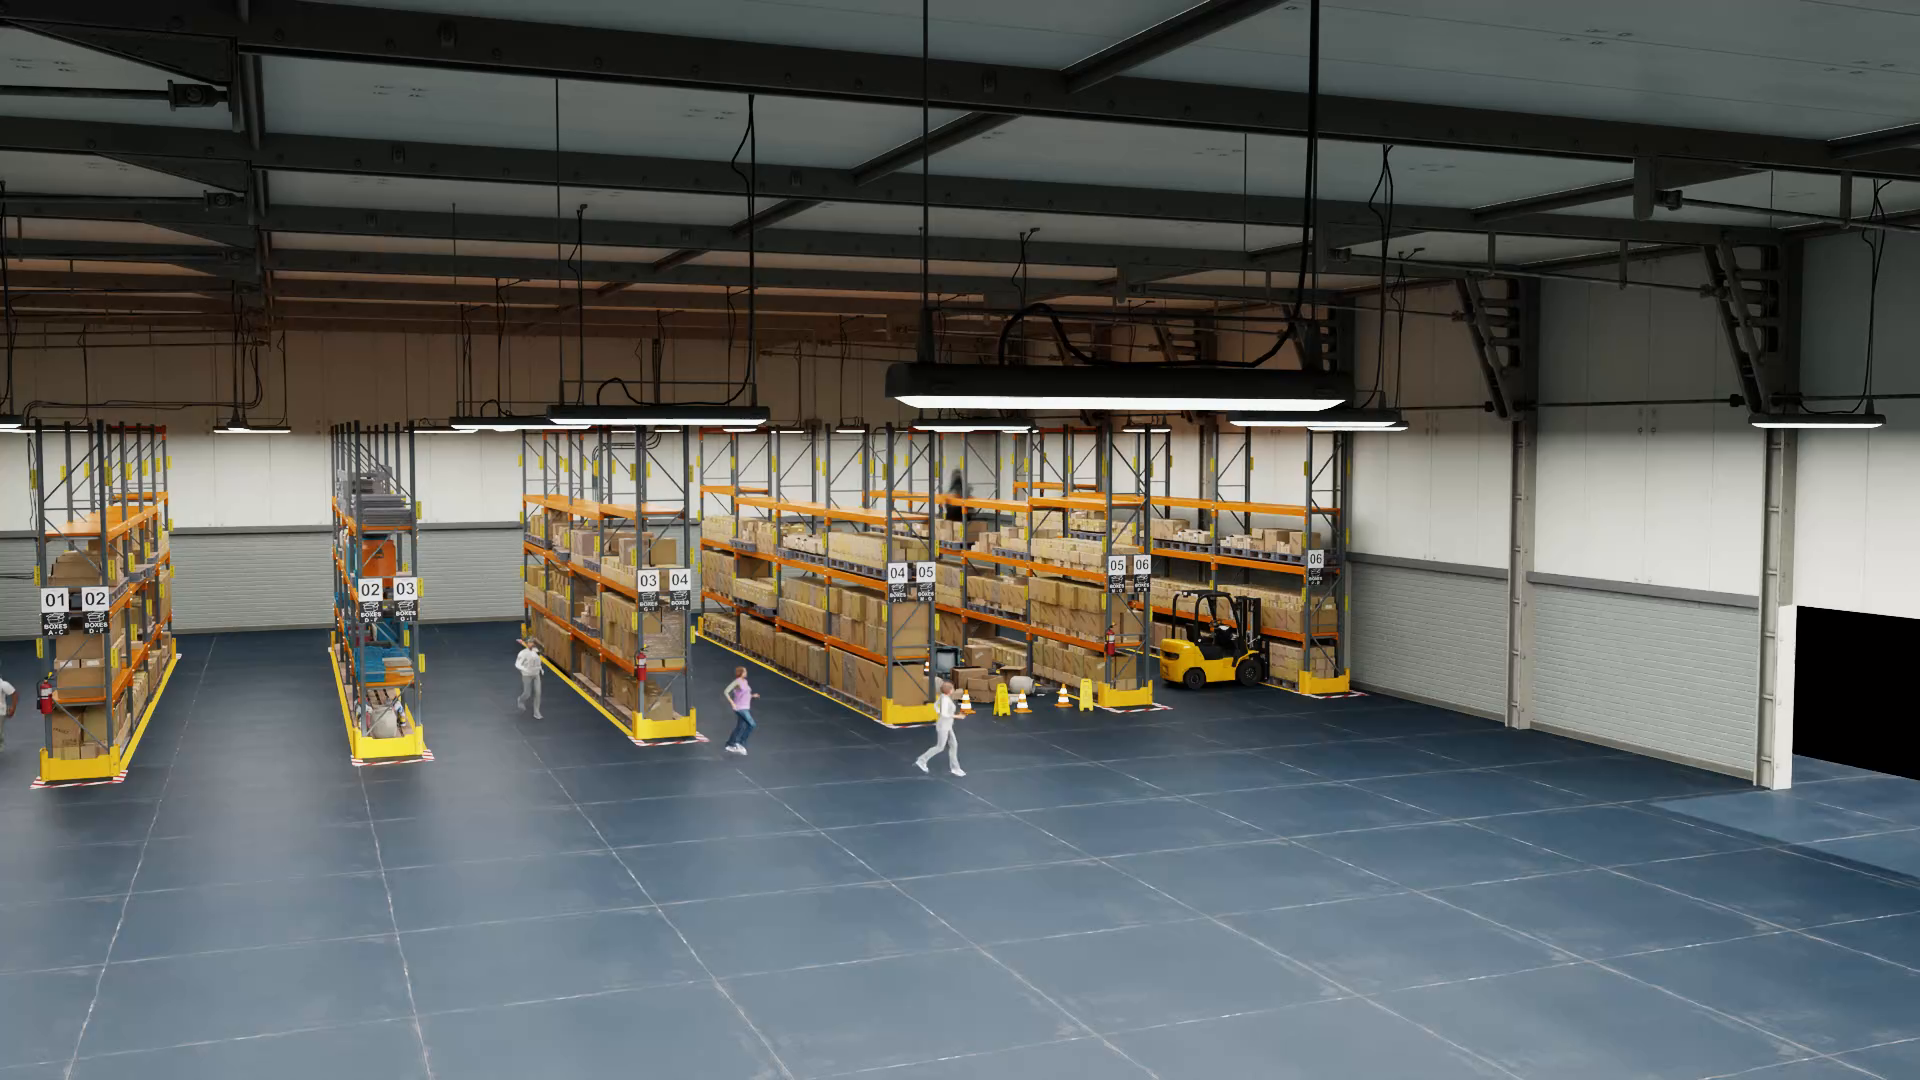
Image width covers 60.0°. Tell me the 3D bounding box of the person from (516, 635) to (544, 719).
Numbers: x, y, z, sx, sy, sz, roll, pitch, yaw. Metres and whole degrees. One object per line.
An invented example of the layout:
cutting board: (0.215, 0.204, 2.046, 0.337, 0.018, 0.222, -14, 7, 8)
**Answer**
person: (-8.744, 2.768, 33.846, 0.628, 1.683, 0.865, -3, 5, -40)

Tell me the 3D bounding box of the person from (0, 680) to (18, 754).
person: (-16.867, 3.059, 29.001, 0.722, 1.727, 0.649, -1, 4, -15)

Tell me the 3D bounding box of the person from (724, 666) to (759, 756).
person: (-3.912, 3.057, 29.816, 0.673, 1.604, 0.503, 1, 4, 11)

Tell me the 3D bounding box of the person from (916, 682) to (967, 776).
person: (-0.314, 3.176, 27.944, 0.855, 1.605, 0.516, 0, 4, 4)
